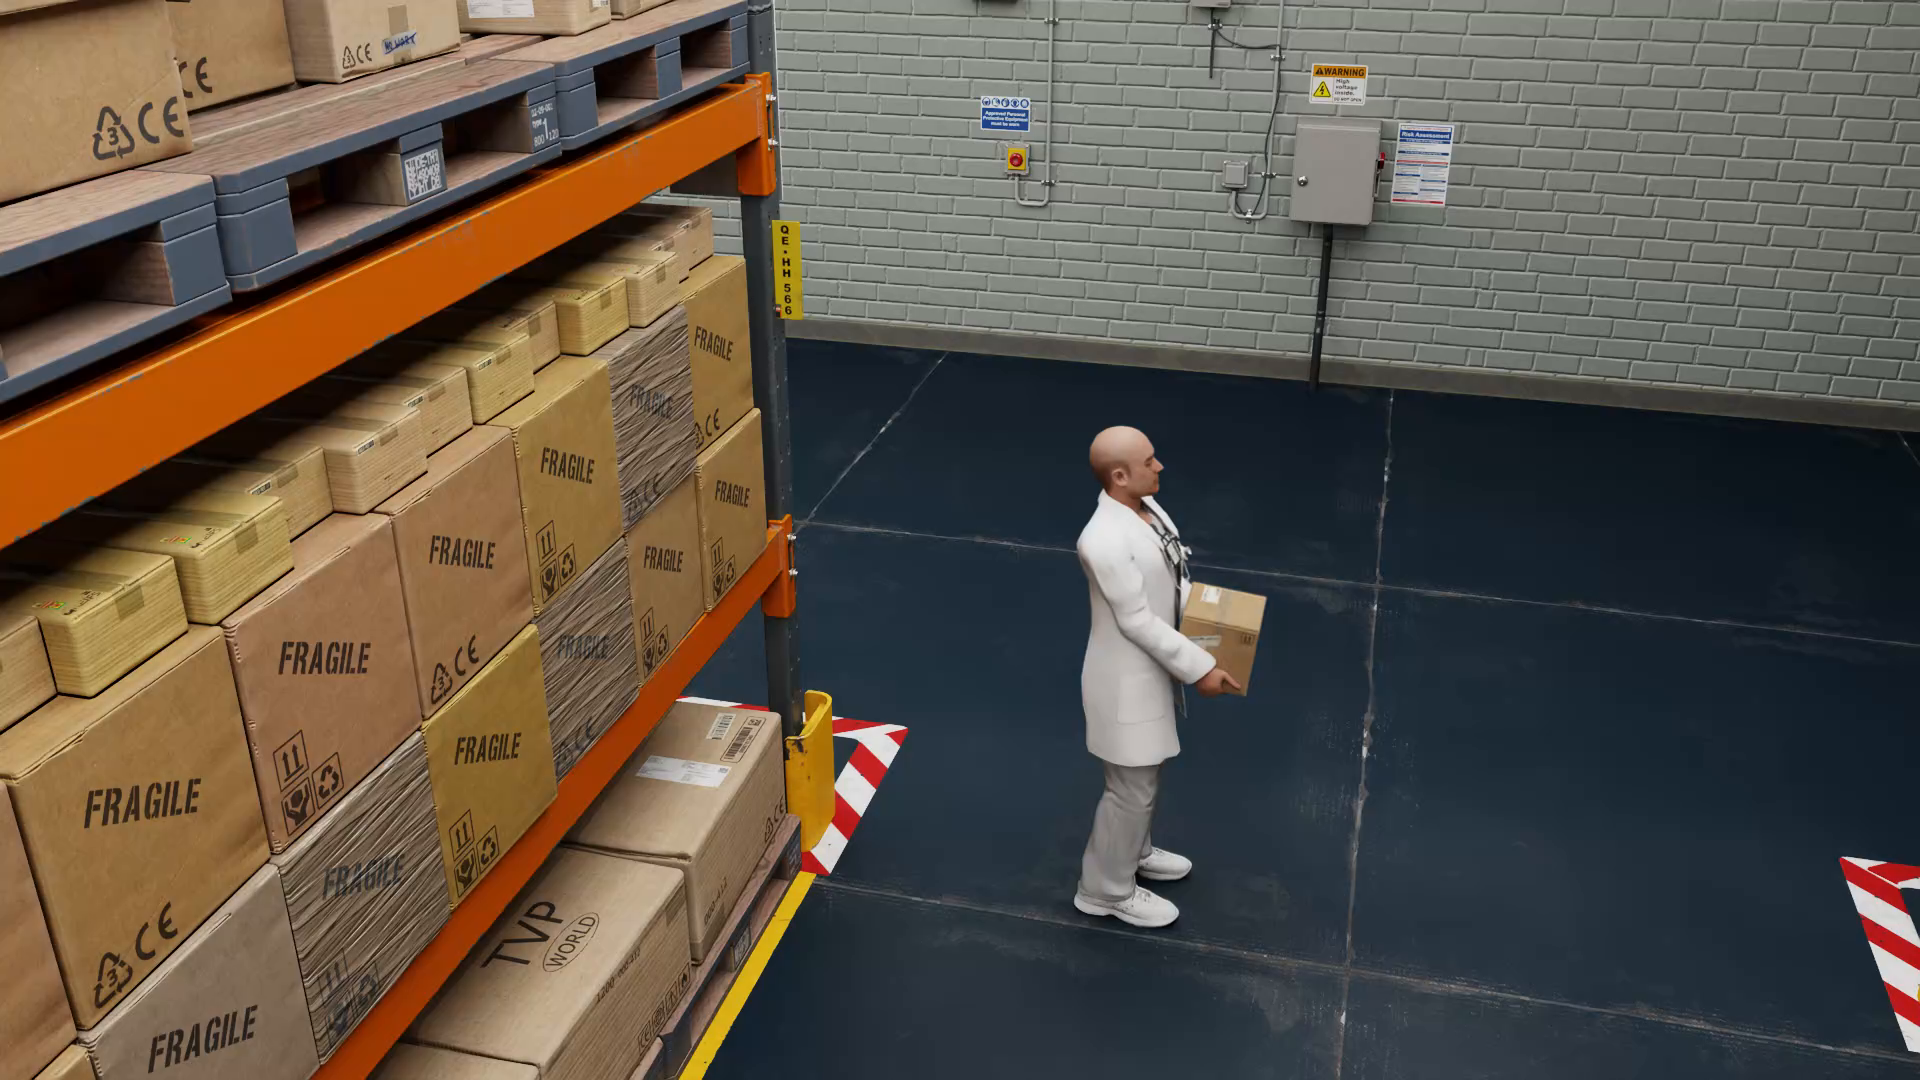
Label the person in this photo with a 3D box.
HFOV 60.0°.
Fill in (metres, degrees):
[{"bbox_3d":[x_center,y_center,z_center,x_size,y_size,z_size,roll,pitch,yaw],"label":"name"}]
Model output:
[{"bbox_3d":[0.680,0.468,5.627,0.555,1.769,0.531,6,26,13],"label":"person"}]
